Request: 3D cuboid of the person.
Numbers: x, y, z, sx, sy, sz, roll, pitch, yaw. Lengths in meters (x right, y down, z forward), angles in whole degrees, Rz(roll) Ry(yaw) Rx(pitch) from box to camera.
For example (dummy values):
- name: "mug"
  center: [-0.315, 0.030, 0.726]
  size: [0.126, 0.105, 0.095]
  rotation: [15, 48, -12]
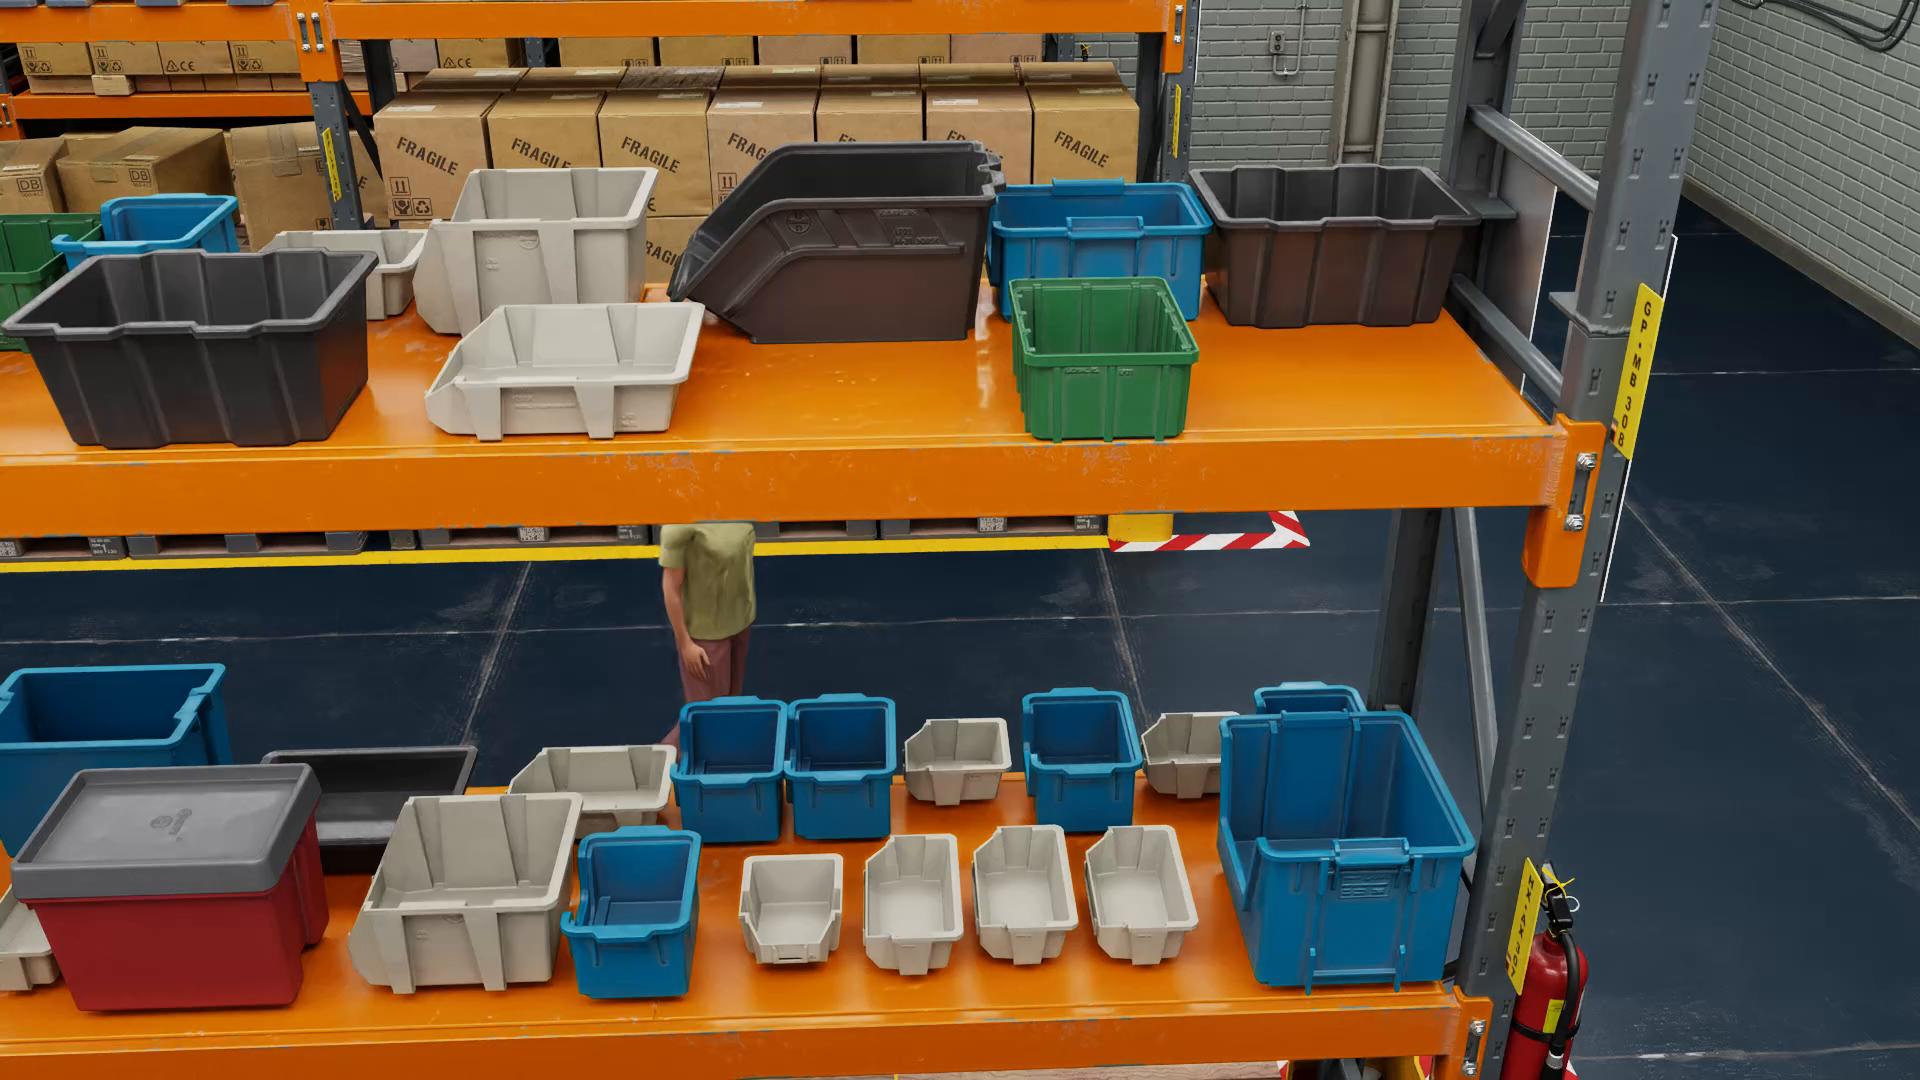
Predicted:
- name: "person"
  center: [-1.034, 0.346, 6.436]
  size: [0.436, 1.655, 0.625]
  rotation: [15, 31, 27]
